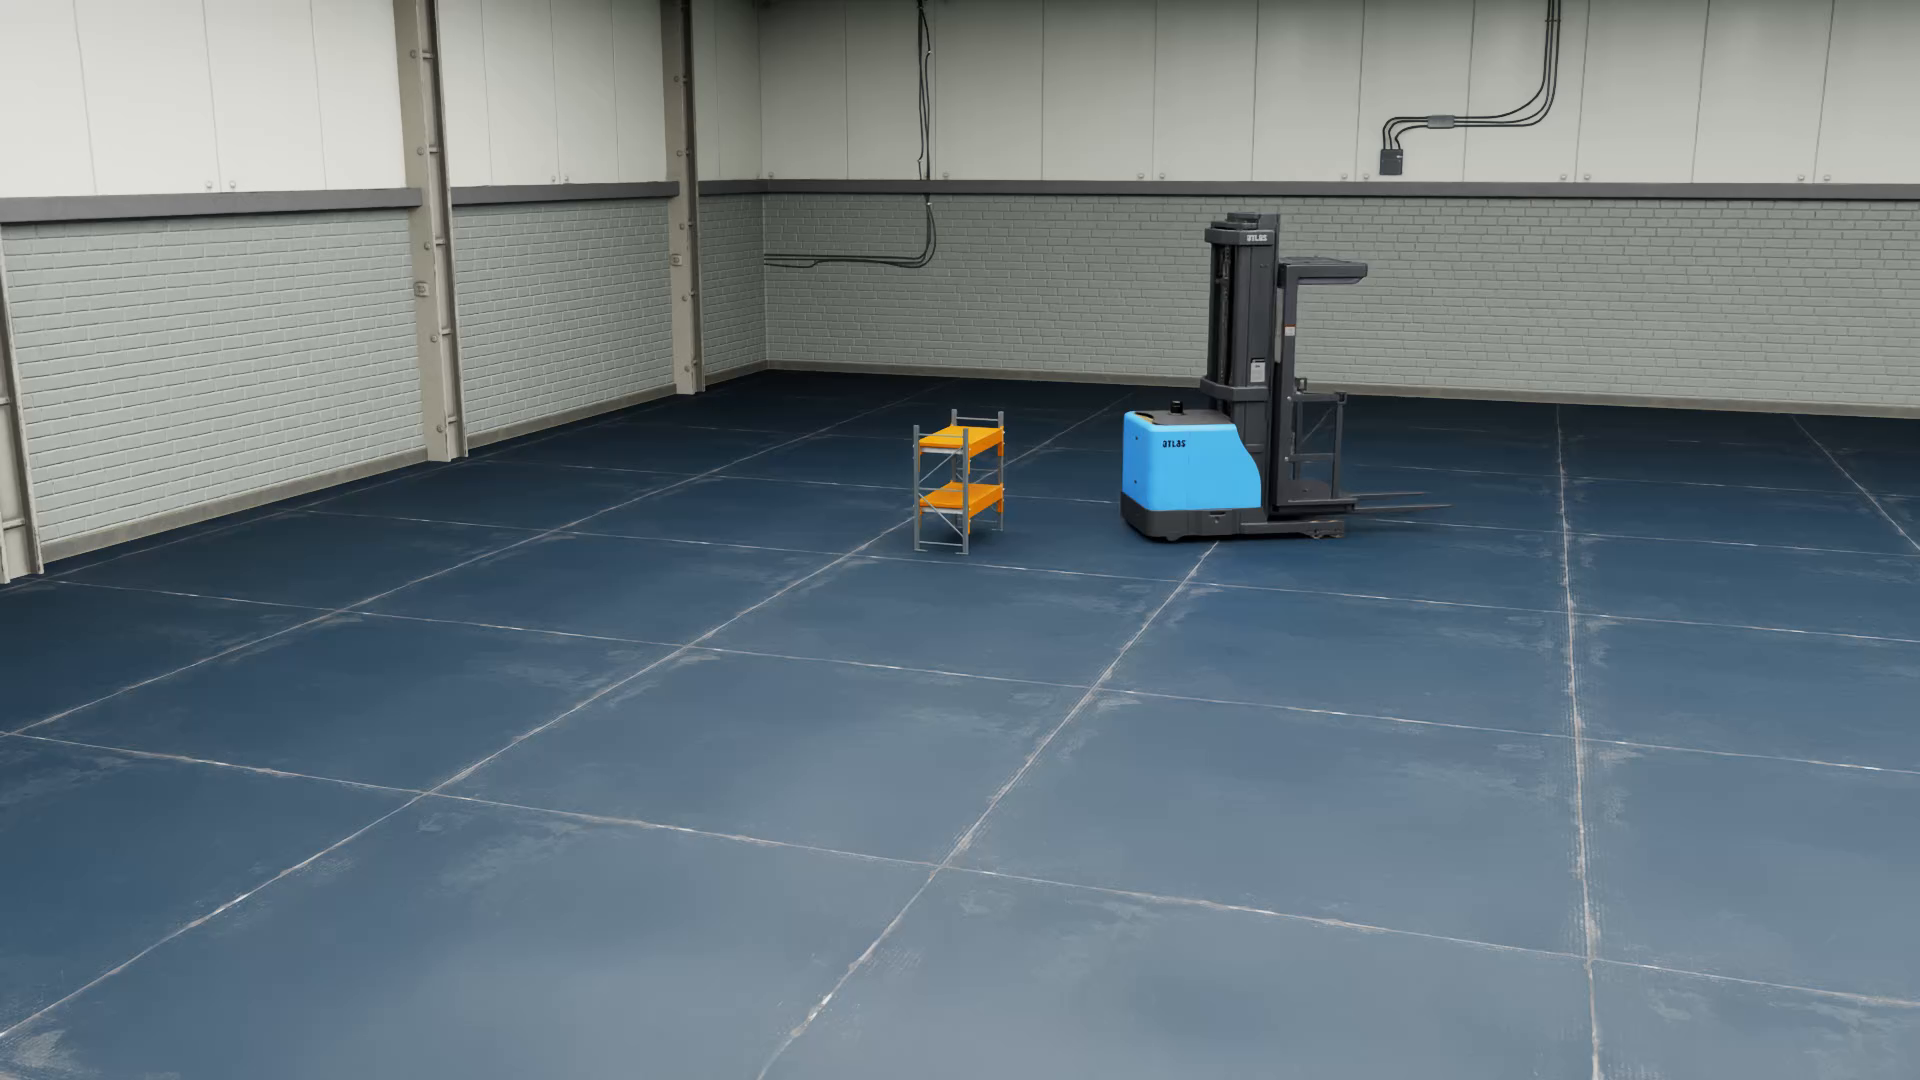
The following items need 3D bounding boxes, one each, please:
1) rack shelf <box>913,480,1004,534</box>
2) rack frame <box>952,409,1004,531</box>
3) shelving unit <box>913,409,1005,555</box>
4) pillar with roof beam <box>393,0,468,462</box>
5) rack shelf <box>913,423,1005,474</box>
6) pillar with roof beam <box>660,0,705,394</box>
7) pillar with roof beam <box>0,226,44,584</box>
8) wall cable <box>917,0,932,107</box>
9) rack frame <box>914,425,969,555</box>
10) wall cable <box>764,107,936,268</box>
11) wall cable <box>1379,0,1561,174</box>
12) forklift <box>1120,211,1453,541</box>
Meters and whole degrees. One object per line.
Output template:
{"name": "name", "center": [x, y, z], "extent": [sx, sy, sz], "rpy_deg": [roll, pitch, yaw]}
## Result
{"name": "rack shelf", "center": [-0.002, -0.309, 15.173], "extent": [0.538, 0.278, 1.000], "rpy_deg": [4, 14, 18]}
{"name": "rack frame", "center": [0.162, -0.654, 15.588], "extent": [0.500, 1.125, 0.032], "rpy_deg": [4, 14, 18]}
{"name": "shelving unit", "center": [-0.002, -0.547, 15.119], "extent": [0.538, 1.125, 1.048], "rpy_deg": [4, 14, 18]}
{"name": "pillar with roof beam", "center": [-1.922, -5.034, 17.082], "extent": [9.100, 9.000, 0.400], "rpy_deg": [4, 14, 18]}
{"name": "rack shelf", "center": [-0.002, -0.832, 15.053], "extent": [0.538, 0.278, 1.000], "rpy_deg": [4, 14, 18]}
{"name": "pillar with roof beam", "center": [0.019, -6.297, 22.617], "extent": [9.100, 9.000, 0.400], "rpy_deg": [4, 14, 18]}
{"name": "pillar with roof beam", "center": [-3.864, -3.770, 11.547], "extent": [9.100, 9.000, 0.400], "rpy_deg": [4, 14, 18]}
{"name": "wall cable", "center": [0.710, -7.886, 25.205], "extent": [3.097, 2.526, 0.112], "rpy_deg": [4, 14, 18]}
{"name": "rack frame", "center": [-0.167, -0.440, 14.650], "extent": [0.500, 1.125, 0.032], "rpy_deg": [4, 14, 18]}
{"name": "wall cable", "center": [-1.850, -5.618, 26.621], "extent": [3.097, 2.526, 0.112], "rpy_deg": [4, 14, 18]}
{"name": "wall cable", "center": [7.128, -8.103, 22.887], "extent": [2.305, 6.003, 0.169], "rpy_deg": [4, 14, 18]}
{"name": "forklift", "center": [3.105, -1.554, 15.473], "extent": [3.031, 2.935, 1.130], "rpy_deg": [-2, 13, -9]}
